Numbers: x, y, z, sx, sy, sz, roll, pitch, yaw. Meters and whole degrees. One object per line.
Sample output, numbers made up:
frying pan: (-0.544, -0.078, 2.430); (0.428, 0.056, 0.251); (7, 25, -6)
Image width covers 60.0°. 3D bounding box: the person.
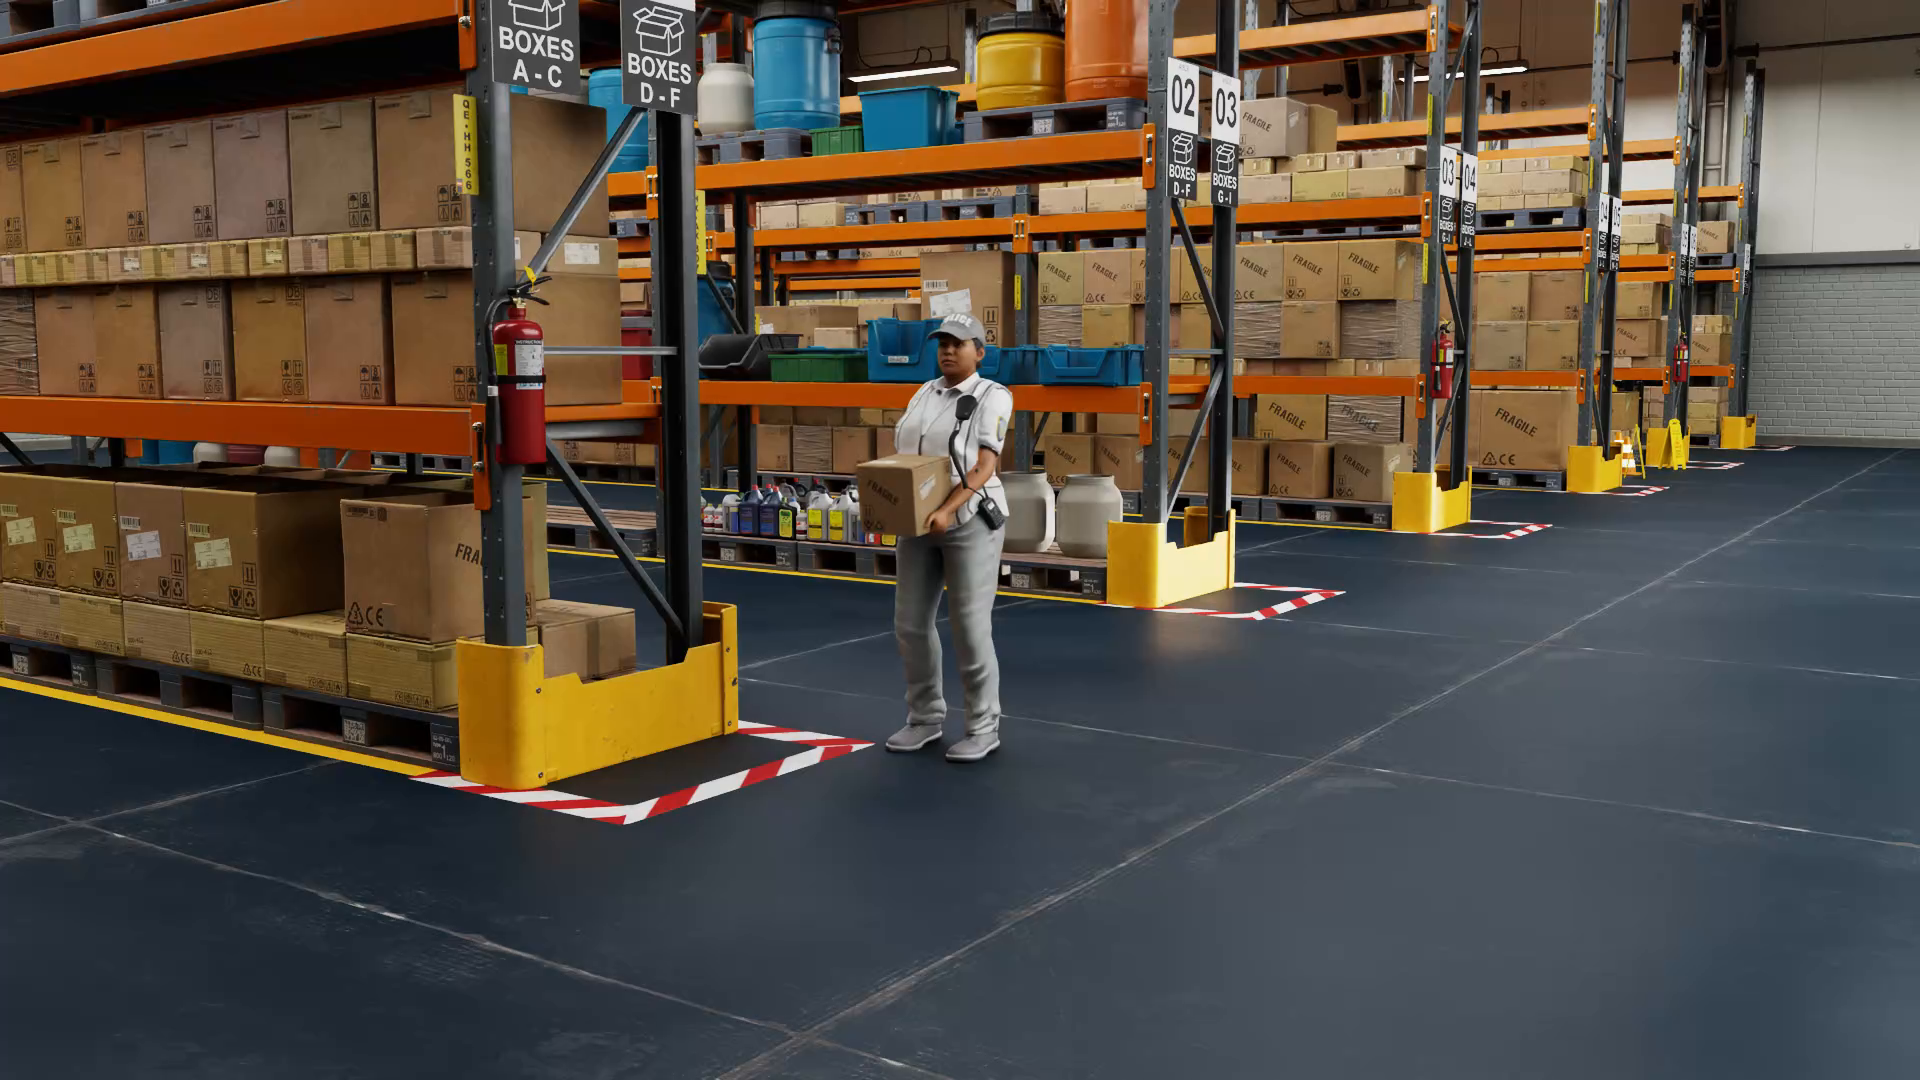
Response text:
person: (-0.078, -0.017, 6.196); (0.452, 1.654, 0.535); (4, 8, 34)
